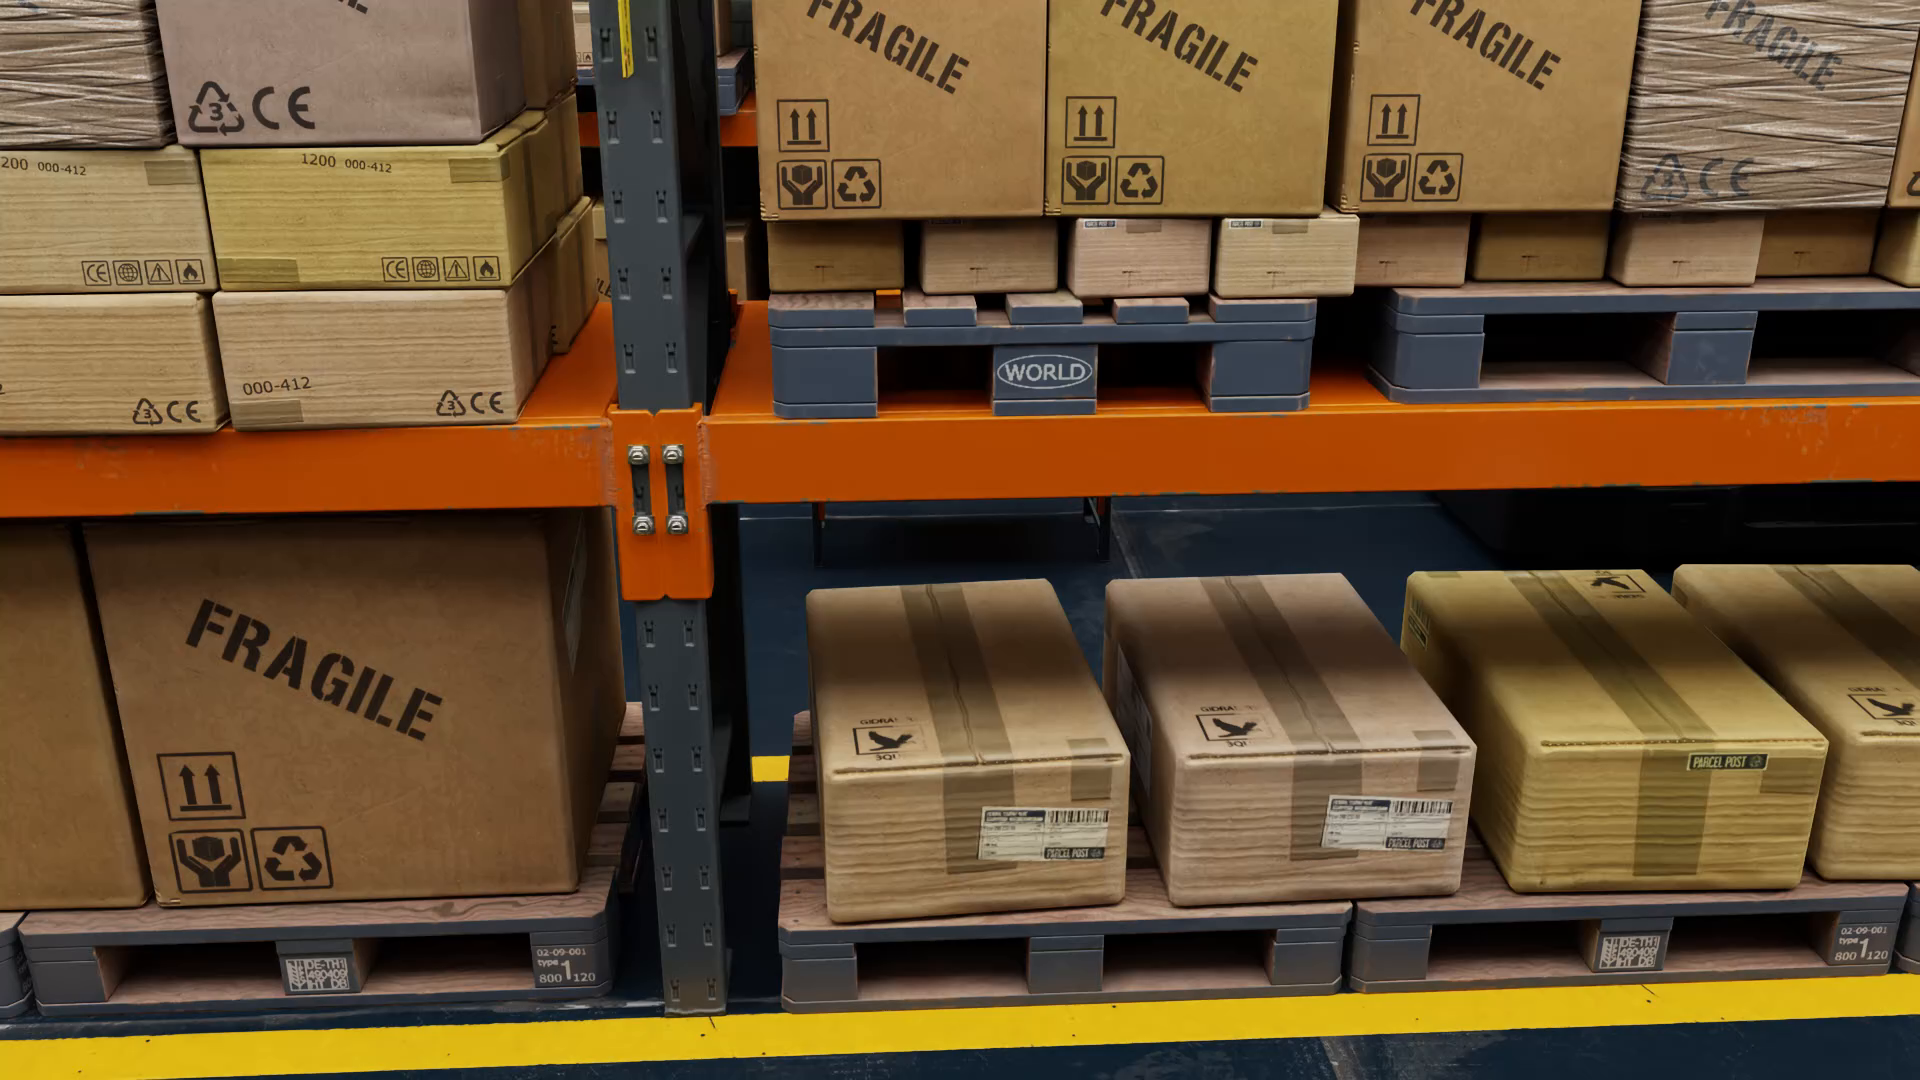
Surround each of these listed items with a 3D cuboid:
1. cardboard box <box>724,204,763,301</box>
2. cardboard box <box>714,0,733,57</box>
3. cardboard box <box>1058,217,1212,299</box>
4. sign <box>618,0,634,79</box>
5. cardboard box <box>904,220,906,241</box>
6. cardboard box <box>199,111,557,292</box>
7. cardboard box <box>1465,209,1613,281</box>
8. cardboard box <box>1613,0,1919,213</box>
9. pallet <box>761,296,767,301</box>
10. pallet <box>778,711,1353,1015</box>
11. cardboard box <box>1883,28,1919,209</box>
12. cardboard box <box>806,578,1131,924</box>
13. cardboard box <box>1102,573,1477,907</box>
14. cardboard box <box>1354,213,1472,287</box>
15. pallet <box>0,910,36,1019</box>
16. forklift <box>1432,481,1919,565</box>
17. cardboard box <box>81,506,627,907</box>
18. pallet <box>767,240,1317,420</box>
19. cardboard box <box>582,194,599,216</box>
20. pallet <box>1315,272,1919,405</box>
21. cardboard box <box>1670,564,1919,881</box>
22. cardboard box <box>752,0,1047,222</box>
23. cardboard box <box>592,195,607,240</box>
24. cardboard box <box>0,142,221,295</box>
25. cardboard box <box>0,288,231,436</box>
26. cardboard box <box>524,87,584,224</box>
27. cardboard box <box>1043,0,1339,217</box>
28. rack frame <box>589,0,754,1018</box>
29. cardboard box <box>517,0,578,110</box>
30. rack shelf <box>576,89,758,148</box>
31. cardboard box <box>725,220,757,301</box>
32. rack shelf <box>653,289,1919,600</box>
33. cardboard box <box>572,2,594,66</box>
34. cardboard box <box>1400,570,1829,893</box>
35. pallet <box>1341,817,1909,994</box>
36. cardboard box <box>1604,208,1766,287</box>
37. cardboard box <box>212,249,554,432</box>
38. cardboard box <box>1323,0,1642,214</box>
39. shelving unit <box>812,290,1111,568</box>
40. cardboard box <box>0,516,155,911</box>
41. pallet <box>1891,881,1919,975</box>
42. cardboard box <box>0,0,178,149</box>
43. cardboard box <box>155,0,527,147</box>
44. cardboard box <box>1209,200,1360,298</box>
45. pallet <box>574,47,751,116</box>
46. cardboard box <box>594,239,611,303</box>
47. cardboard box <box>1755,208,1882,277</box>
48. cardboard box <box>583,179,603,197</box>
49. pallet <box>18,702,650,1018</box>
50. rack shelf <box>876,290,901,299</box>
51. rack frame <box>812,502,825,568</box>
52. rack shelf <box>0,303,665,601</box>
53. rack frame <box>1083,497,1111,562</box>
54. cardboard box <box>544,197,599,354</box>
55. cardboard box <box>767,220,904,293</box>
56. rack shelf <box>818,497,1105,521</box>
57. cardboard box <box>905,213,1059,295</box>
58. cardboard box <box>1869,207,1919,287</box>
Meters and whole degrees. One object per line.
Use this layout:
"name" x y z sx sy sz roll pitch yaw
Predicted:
"cardboard box" -1.308 -1.460 8.663 0.500 0.500 0.500 0 21 -1
"cardboard box" -1.394 -2.629 8.079 0.500 0.500 0.500 0 21 -1
"cardboard box" 0.311 -0.580 3.192 0.250 0.149 0.380 -3 21 -7
"sign" -0.549 -0.922 2.699 0.005 0.325 0.100 -1 21 -3
"cardboard box" -0.007 -0.778 3.711 0.250 0.149 0.380 -1 21 -2
"cardboard box" -1.053 -0.641 3.097 0.500 0.250 0.500 -1 21 -3
"cardboard box" 1.103 -0.631 3.324 0.250 0.149 0.380 0 21 -1
"cardboard box" 1.428 -0.920 3.173 0.500 0.500 0.500 -2 21 -5
"pallet" -1.619 -1.036 8.545 1.213 0.211 1.003 -1 21 -3
"pallet" 0.196 0.710 3.959 1.213 0.211 1.003 -1 21 -3
"cardboard box" 1.951 -0.931 3.202 0.500 0.500 0.500 0 21 -1
"cardboard box" -0.020 0.446 3.836 0.625 0.372 0.950 -3 21 -7
"cardboard box" 0.717 0.428 3.883 0.625 0.372 0.950 -2 21 -4
"cardboard box" 0.823 -0.611 3.273 0.250 0.149 0.380 0 21 0
"pallet" -2.591 0.738 3.885 1.213 0.211 1.003 -1 21 -3
"forklift" 3.339 -1.476 5.878 3.031 2.935 1.130 -2 21 -4
"cardboard box" -1.279 0.204 3.766 0.875 0.875 0.875 -1 21 -4
"pallet" 0.121 -0.540 3.594 1.003 0.211 1.213 -1 21 -3
"cardboard box" -1.886 -1.566 8.029 0.250 0.149 0.380 -2 21 -5
"pallet" 1.390 -0.543 3.600 1.213 0.211 1.003 -1 21 -3
"cardboard box" 2.168 0.400 3.957 0.625 0.372 0.950 0 21 0
"cardboard box" -0.122 -0.887 3.085 0.500 0.500 0.500 -2 21 -5
"cardboard box" -1.621 -1.555 8.002 0.250 0.149 0.380 -2 21 -6
"cardboard box" -1.565 -0.629 3.066 0.500 0.250 0.500 -2 21 -4
"cardboard box" -1.583 -0.389 3.138 0.500 0.250 0.500 -1 21 -2
"cardboard box" -1.104 -0.819 3.564 0.500 0.250 0.500 -1 21 -3
"cardboard box" 0.398 -0.900 3.120 0.500 0.500 0.500 0 21 0
"rack frame" -0.584 -0.578 3.422 0.127 3.000 1.000 -1 21 -3
"cardboard box" -1.091 -1.169 3.429 0.500 0.500 0.500 -2 21 -5
"rack shelf" -2.868 -1.964 8.075 4.000 0.370 1.077 -1 21 -3
"cardboard box" -1.281 -1.284 8.200 0.500 0.500 0.500 -1 21 -1
"rack shelf" 1.412 -0.282 3.657 4.000 0.370 1.077 -1 21 -3
"cardboard box" -1.906 -2.331 7.647 0.500 0.250 0.500 -2 21 -6
"cardboard box" 1.474 0.415 3.918 0.625 0.372 0.950 0 21 -1
"pallet" 1.411 0.686 4.021 1.213 0.211 1.003 -1 21 -3
"cardboard box" 1.367 -0.613 3.277 0.250 0.149 0.380 -1 21 -1
"cardboard box" -1.074 -0.405 3.180 0.500 0.250 0.500 -2 21 -5
"cardboard box" 0.928 -0.913 3.154 0.500 0.500 0.500 -1 21 -2
"shelving unit" -0.007 -0.526 5.920 1.048 1.125 0.538 -1 21 -3
"cardboard box" -2.169 0.220 3.723 0.875 0.875 0.875 -1 21 -2
"pallet" 2.632 0.661 4.089 1.213 0.211 1.003 -1 21 -3
"cardboard box" -1.597 -0.975 2.920 0.500 0.500 0.500 -1 21 -2
"cardboard box" -1.086 -0.988 2.955 0.500 0.500 0.500 -2 21 -5
"cardboard box" 0.587 -0.578 3.187 0.250 0.149 0.380 -1 21 -3
"pallet" -1.544 -2.212 7.986 1.003 0.211 1.213 -1 21 -3
"cardboard box" -1.781 -1.277 8.184 0.500 0.500 0.500 -1 21 -4
"cardboard box" 1.623 -0.645 3.362 0.250 0.149 0.380 -2 21 -5
"cardboard box" -1.920 -1.743 8.494 0.250 0.149 0.380 -1 21 -2
"pallet" -1.376 0.715 3.947 1.213 0.211 1.003 -1 21 -3
"rack shelf" -0.007 -0.799 5.816 1.000 0.278 0.538 -1 21 -3
"rack frame" -0.514 -0.515 5.893 0.032 1.125 0.500 -1 21 -3
"rack shelf" -2.581 -0.201 3.444 4.000 0.370 1.077 -1 21 -3
"rack frame" 0.501 -0.536 5.948 0.032 1.125 0.500 -1 21 -3
"cardboard box" -1.087 -0.587 3.658 0.500 0.250 0.500 -2 21 -4
"cardboard box" -0.249 -0.597 3.236 0.250 0.149 0.380 -2 21 -6
"rack shelf" -0.007 -0.297 6.007 1.000 0.278 0.538 -1 21 -3
"cardboard box" 0.035 -0.591 3.220 0.250 0.149 0.380 -2 21 -6
"cardboard box" 1.892 -0.614 3.280 0.250 0.149 0.380 -1 21 -3
